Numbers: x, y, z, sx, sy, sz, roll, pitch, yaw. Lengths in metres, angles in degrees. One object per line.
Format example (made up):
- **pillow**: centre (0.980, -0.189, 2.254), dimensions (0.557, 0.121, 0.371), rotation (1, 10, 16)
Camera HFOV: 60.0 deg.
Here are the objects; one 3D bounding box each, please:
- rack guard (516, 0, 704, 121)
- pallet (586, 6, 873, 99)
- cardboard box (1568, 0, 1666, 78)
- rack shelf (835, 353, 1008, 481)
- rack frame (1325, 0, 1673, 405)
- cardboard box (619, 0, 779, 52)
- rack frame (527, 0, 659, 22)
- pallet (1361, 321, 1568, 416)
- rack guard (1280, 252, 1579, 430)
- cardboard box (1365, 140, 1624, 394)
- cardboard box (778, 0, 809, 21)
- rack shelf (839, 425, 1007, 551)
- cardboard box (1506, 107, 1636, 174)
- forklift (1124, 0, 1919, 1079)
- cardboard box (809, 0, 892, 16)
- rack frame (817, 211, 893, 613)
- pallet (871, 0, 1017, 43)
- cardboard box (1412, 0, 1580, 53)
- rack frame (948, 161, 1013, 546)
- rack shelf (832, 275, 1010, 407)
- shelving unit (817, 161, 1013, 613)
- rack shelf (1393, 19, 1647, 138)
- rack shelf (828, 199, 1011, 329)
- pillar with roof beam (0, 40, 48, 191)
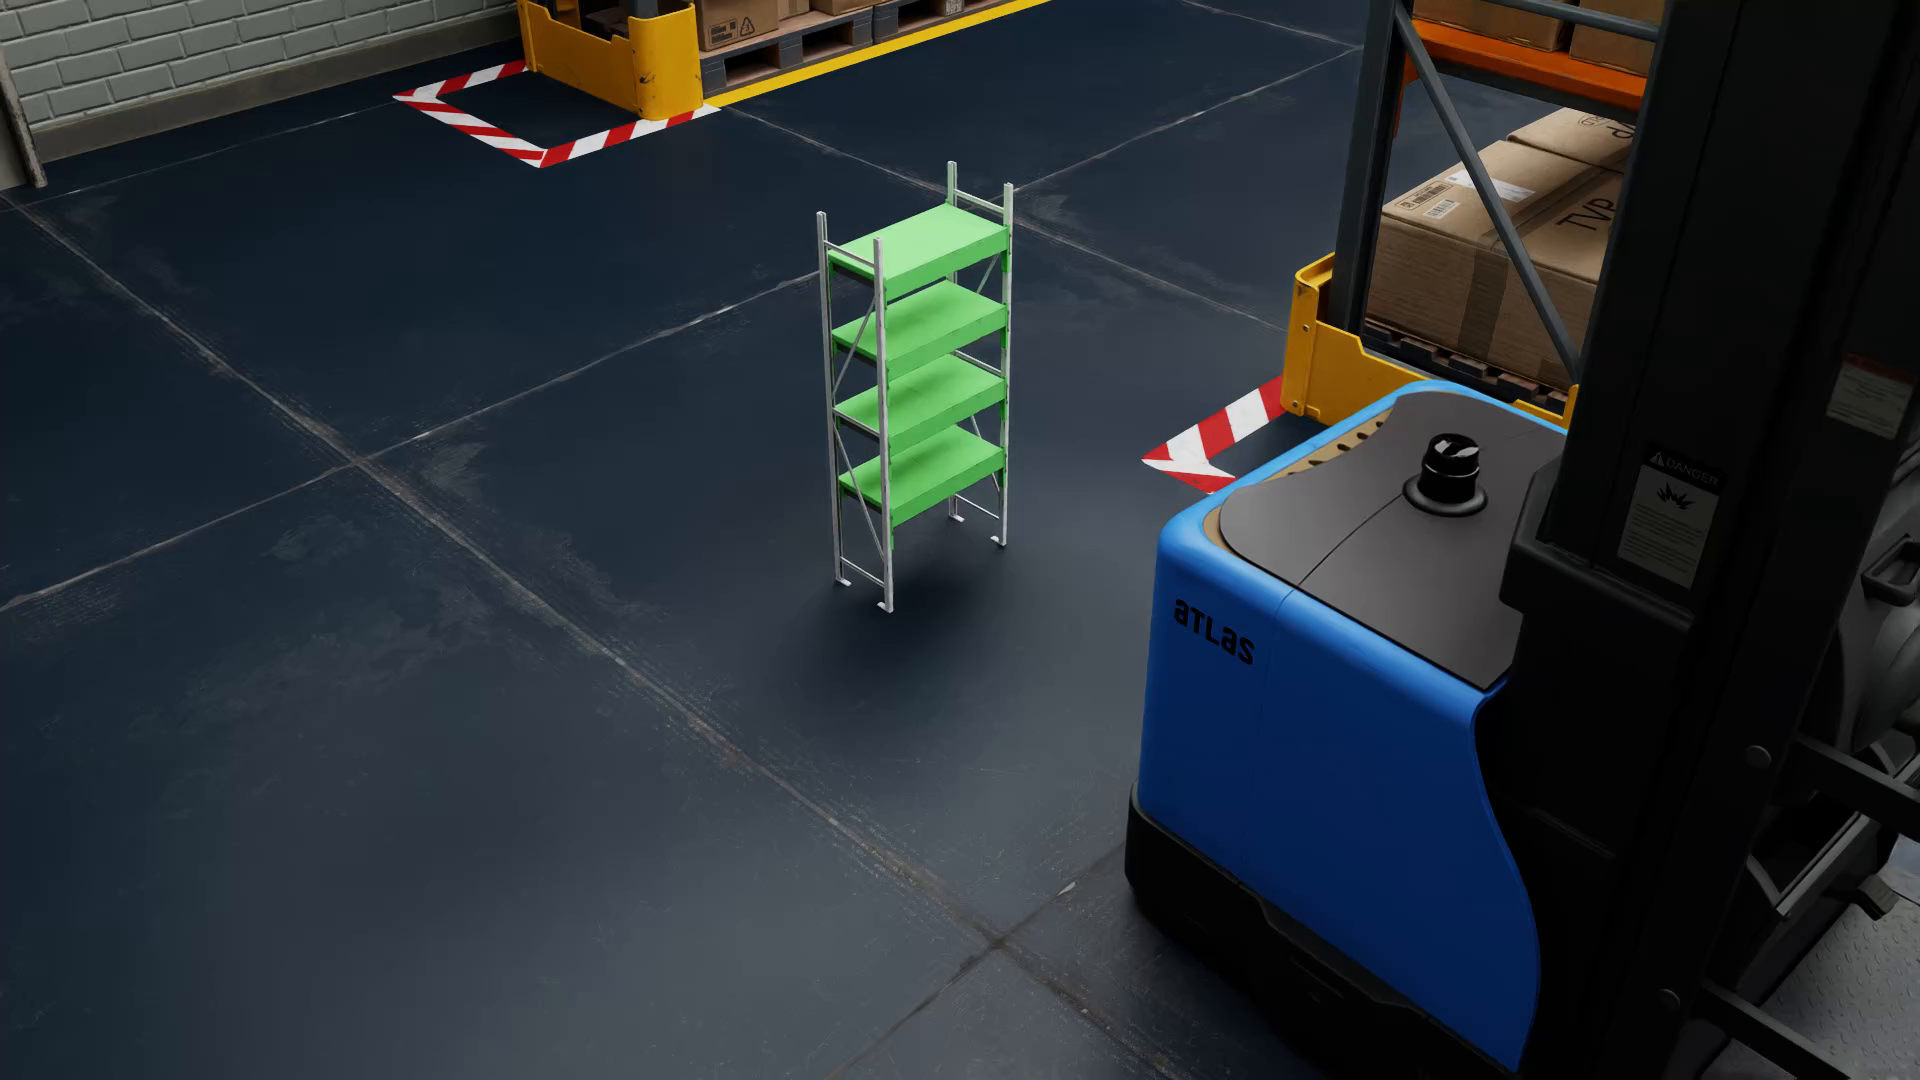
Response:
- **rack guard**: centre (-1.803, -2.565, 8.490), dimensions (1.175, 0.500, 0.348), rotation (30, 45, 35)
- **pallet**: centre (-1.242, -2.770, 9.038), dimensions (1.003, 0.211, 1.213), rotation (30, 45, 35)
- **cardboard box**: centre (2.211, -1.680, 4.950), dimensions (0.500, 0.500, 0.500), rotation (29, 44, 35)
- **rack shelf**: centre (-0.117, -0.373, 4.847), dimensions (0.258, 0.148, 0.480), rotation (30, 45, 35)
- **rack frame**: centre (1.669, -1.560, 4.865), dimensions (1.000, 3.000, 0.127), rotation (30, 45, 35)
- **cardboard box**: centre (-1.358, -2.918, 8.626), dimensions (0.797, 0.503, 0.637), rotation (28, 43, 34)
- **rack frame**: centre (-1.856, -3.559, 7.731), dimensions (1.000, 3.000, 0.127), rotation (30, 45, 35)
- **pallet**: centre (2.177, -0.772, 6.173), dimensions (1.003, 0.211, 1.213), rotation (30, 45, 35)
- **rack guard**: centre (1.652, -0.525, 5.566), dimensions (1.175, 0.500, 0.348), rotation (30, 45, 35)
- **cardboard box**: centre (2.063, -0.990, 5.920), dimensions (0.875, 0.438, 0.875), rotation (28, 44, 34)
- **cardboard box**: centre (-1.031, -2.929, 8.953), dimensions (0.380, 0.149, 0.250), rotation (28, 43, 34)
- **rack shelf**: centre (-0.117, -0.176, 4.984), dimensions (0.258, 0.148, 0.480), rotation (30, 45, 35)
- **cardboard box**: centre (2.702, -1.365, 6.457), dimensions (0.875, 0.438, 0.875), rotation (-29, 44, -34)
- **forklift**: centre (1.759, 0.082, 2.570), dimensions (1.130, 2.935, 3.031), rotation (-28, 43, -34)
- **cardboard box**: centre (-0.728, -3.248, 9.102), dimensions (0.500, 0.500, 0.700), rotation (-28, 44, -34)
- **rack frame**: centre (-0.289, -0.326, 4.668), dimensions (0.240, 1.200, 0.015), rotation (30, 45, 35)
- **pallet**: centre (-0.382, -3.263, 9.744), dimensions (1.003, 0.211, 1.213), rotation (30, 45, 35)
- **cardboard box**: centre (1.821, -1.904, 5.270), dimensions (0.500, 0.500, 0.500), rotation (-30, 45, -35)
- **rack frame**: centre (0.055, -0.524, 4.952), dimensions (0.240, 1.200, 0.015), rotation (30, 45, 35)
- **rack shelf**: centre (-0.117, -0.569, 4.710), dimensions (0.258, 0.148, 0.480), rotation (30, 45, 35)
- **shelving unit**: centre (-0.117, -0.425, 4.810), dimensions (0.258, 1.200, 0.503), rotation (30, 45, 35)
- **rack shelf**: centre (3.078, -2.077, 6.235), dimensions (1.077, 0.370, 4.000), rotation (30, 45, 35)
- **rack shelf**: centre (-0.117, -0.766, 4.572), dimensions (0.258, 0.148, 0.480), rotation (30, 45, 35)
- **pillar with roof beam**: centre (-1.341, -3.554, 2.479), dimensions (9.100, 9.000, 0.400), rotation (30, 45, 35)
